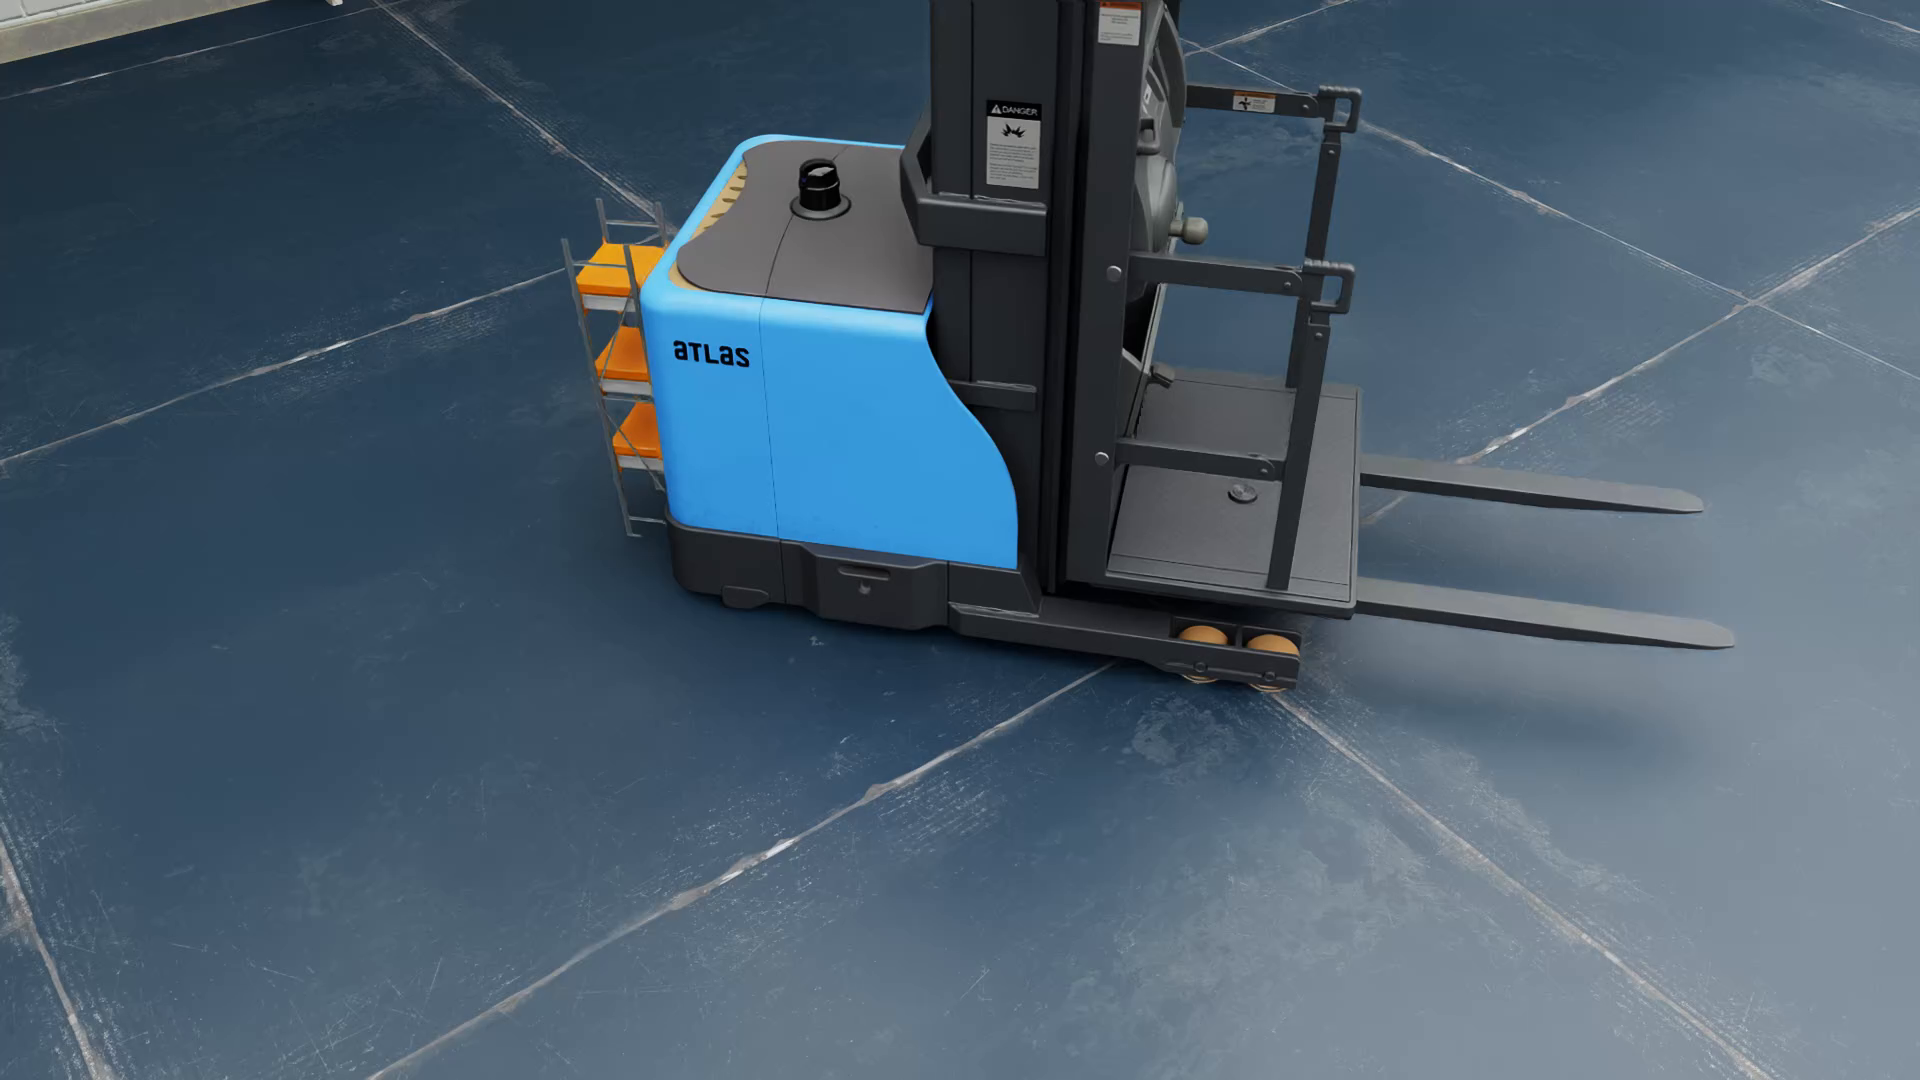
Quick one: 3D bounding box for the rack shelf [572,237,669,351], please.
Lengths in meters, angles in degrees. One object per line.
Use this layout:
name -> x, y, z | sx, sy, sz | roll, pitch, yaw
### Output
rack shelf -> -0.968, -0.702, 4.840 | 0.215, 0.259, 0.240 | 6, 40, 12

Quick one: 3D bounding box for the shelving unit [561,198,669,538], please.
shelving unit -> -0.954, -0.489, 5.010 | 0.215, 1.050, 0.252 | 6, 40, 12

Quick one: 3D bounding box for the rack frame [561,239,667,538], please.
rack frame -> -0.981, -0.414, 4.918 | 0.200, 1.050, 0.008 | 6, 40, 12

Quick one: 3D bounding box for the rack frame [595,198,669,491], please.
rack frame -> -0.926, -0.565, 5.102 | 0.200, 1.050, 0.008 | 6, 40, 12

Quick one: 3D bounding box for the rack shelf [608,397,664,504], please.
rack shelf -> -0.939, -0.264, 5.190 | 0.215, 0.259, 0.240 | 6, 40, 12

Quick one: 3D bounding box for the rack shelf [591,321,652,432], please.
rack shelf -> -0.953, -0.481, 5.017 | 0.215, 0.259, 0.240 | 6, 40, 12

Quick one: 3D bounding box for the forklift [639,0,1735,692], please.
forklift -> 0.703, -1.070, 4.243 | 3.031, 2.935, 1.130 | 7, 40, 9
